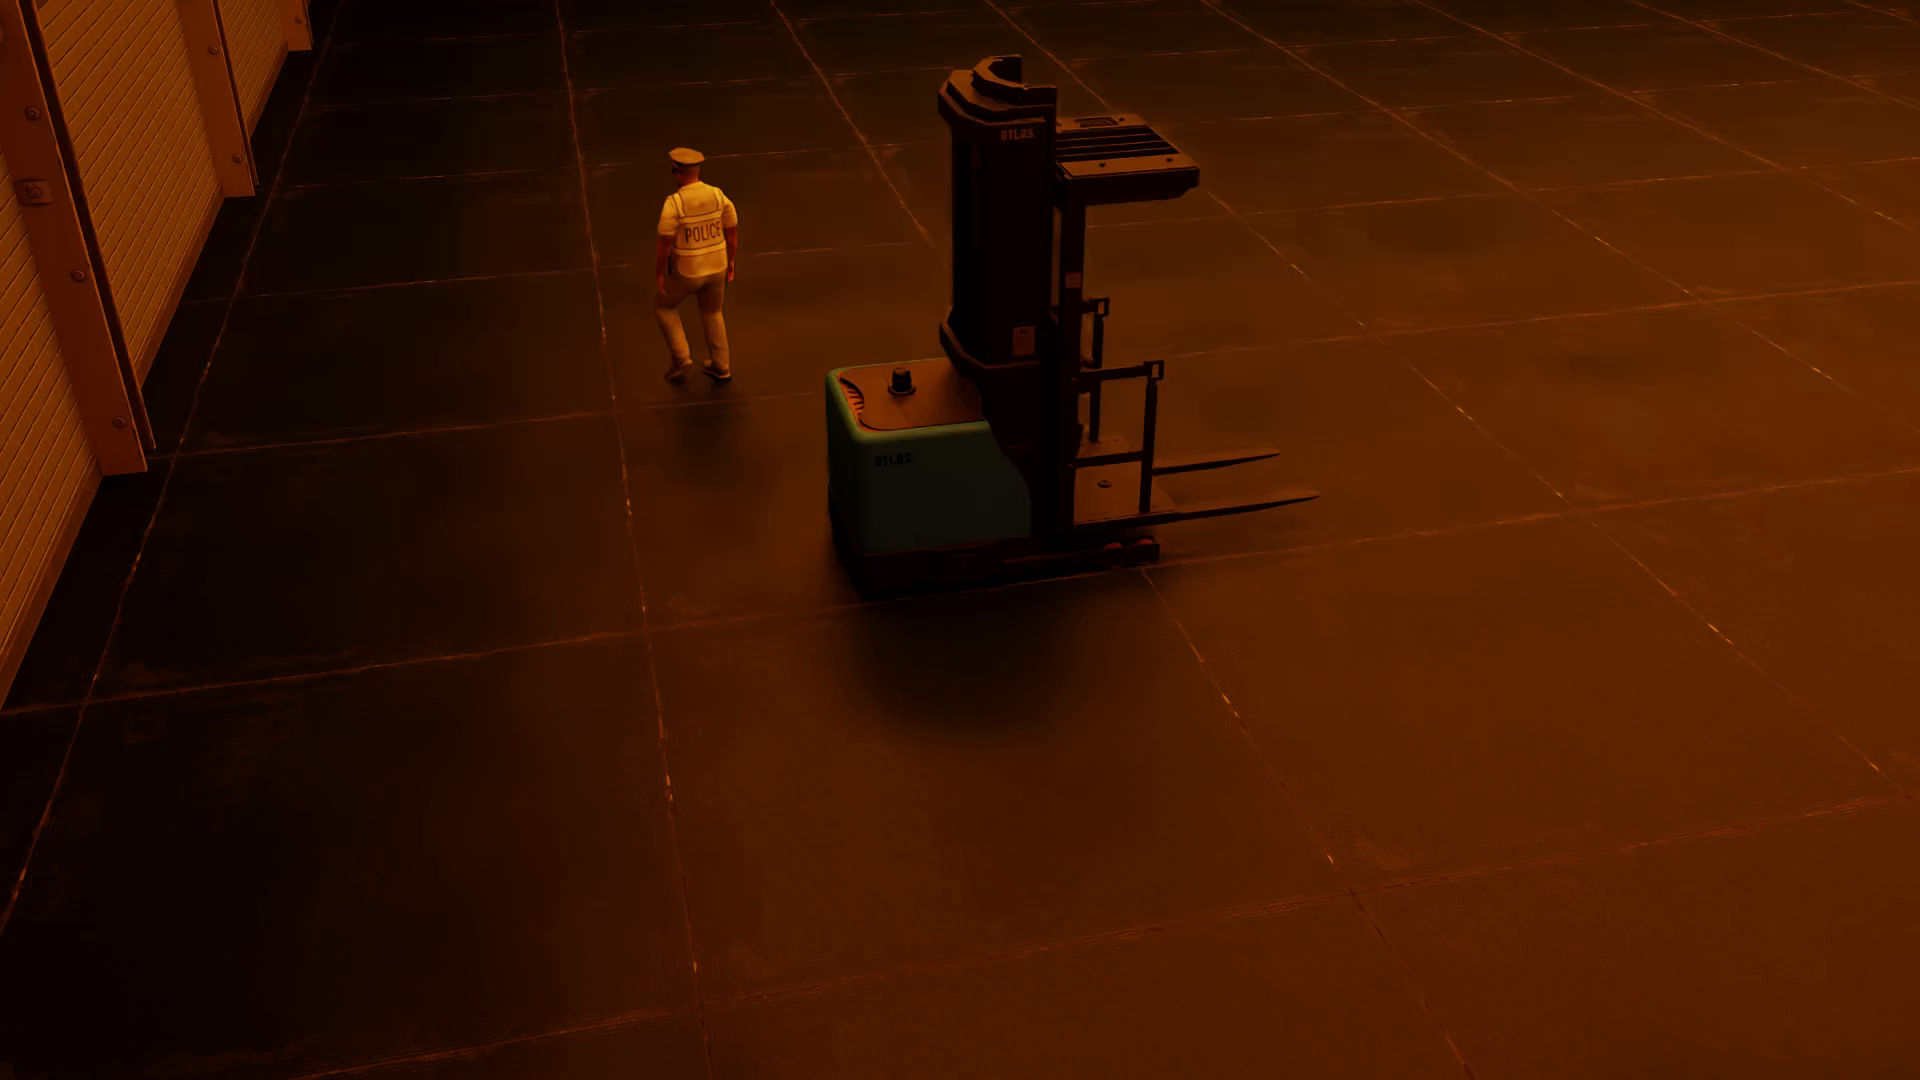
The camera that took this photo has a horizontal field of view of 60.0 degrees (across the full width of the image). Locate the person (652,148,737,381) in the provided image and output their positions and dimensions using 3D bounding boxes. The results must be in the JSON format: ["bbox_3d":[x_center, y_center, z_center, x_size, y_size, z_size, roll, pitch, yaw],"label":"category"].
[{"bbox_3d":[-1.976,-2.009,12.275,0.650,1.771,0.494,-21,36,-32],"label":"person"}]

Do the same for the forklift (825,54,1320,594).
[{"bbox_3d":[0.740,-1.336,9.882,3.031,2.935,1.130,-7,31,-12],"label":"forklift"}]
